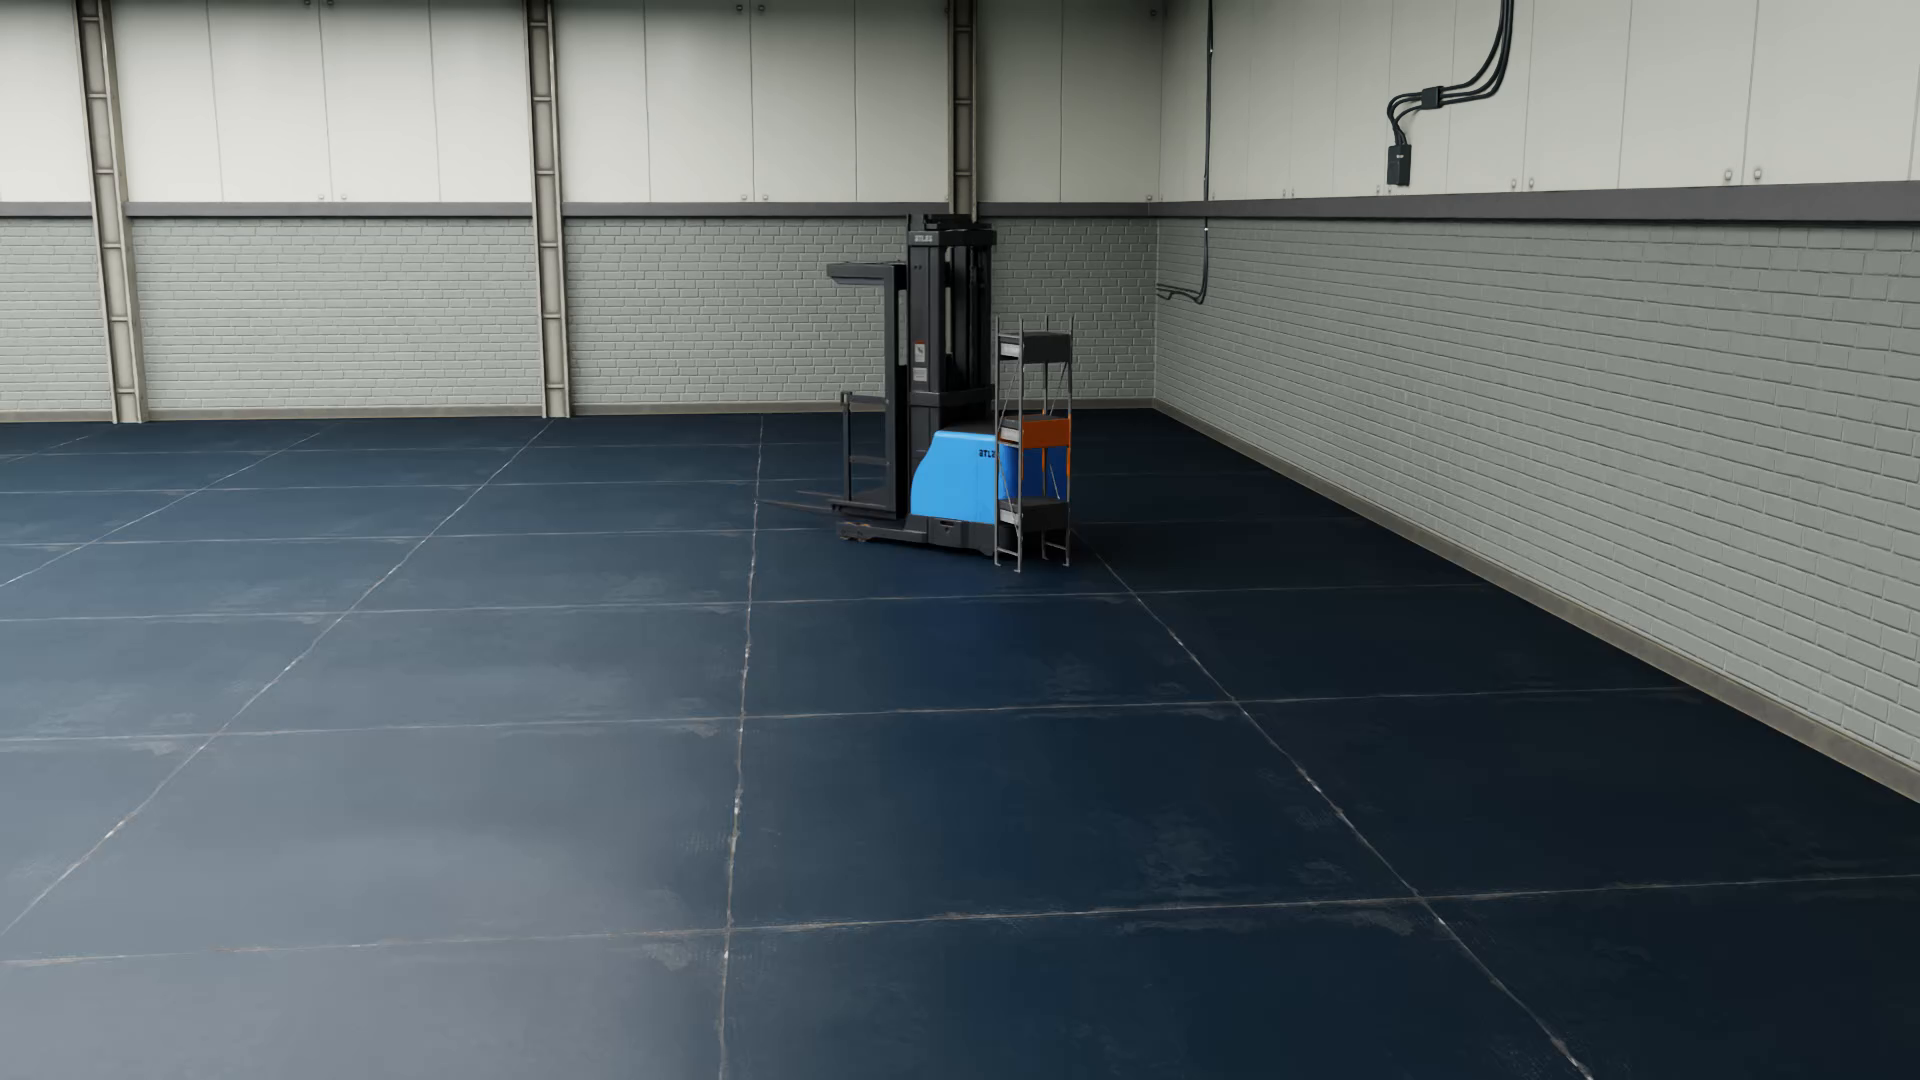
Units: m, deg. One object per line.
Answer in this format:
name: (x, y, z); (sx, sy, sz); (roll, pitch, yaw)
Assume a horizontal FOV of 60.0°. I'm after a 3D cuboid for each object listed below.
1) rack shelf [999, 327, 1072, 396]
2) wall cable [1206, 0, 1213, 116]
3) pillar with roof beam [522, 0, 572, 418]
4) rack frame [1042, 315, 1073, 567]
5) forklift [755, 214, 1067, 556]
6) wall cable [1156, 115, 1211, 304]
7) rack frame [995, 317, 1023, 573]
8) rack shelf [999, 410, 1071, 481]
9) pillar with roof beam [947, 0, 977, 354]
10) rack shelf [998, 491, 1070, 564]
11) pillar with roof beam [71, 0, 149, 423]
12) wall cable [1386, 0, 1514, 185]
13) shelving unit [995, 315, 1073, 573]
rack shelf: (0.613, -1.487, 13.813); (0.480, 0.518, 0.431); (-7, 13, -30)
wall cable: (3.396, -6.605, 20.477); (0.112, 2.526, 3.097); (-1, 11, -6)
pillar with roof beam: (-5.468, -5.411, 19.446); (0.400, 9.000, 9.100); (-1, 11, -6)
rack frame: (0.823, -0.838, 14.069); (0.015, 2.100, 0.400); (-7, 13, -30)
forklift: (-0.533, -1.494, 15.252); (3.031, 2.935, 1.130); (7, 13, 33)
wall cable: (3.104, -4.646, 23.603); (0.112, 2.526, 3.097); (-1, 11, -6)
rack frame: (0.404, -0.790, 13.823); (0.015, 2.100, 0.400); (-7, 13, -30)
rack shelf: (0.613, -0.800, 13.948); (0.480, 0.518, 0.431); (-7, 13, -30)
pillar with roof beam: (0.497, -5.536, 20.082); (0.400, 9.000, 9.100); (-1, 11, -6)
rack shelf: (0.613, -0.113, 14.083); (0.480, 0.518, 0.431); (-7, 13, -30)
pillar with roof beam: (-11.433, -5.286, 18.810); (0.400, 9.000, 9.100); (-1, 11, -6)
wall cable: (4.113, -6.017, 13.713); (0.169, 6.003, 2.305); (-1, 11, -6)
shelving unit: (0.613, -0.814, 13.946); (0.503, 2.100, 0.431); (-7, 13, -30)
